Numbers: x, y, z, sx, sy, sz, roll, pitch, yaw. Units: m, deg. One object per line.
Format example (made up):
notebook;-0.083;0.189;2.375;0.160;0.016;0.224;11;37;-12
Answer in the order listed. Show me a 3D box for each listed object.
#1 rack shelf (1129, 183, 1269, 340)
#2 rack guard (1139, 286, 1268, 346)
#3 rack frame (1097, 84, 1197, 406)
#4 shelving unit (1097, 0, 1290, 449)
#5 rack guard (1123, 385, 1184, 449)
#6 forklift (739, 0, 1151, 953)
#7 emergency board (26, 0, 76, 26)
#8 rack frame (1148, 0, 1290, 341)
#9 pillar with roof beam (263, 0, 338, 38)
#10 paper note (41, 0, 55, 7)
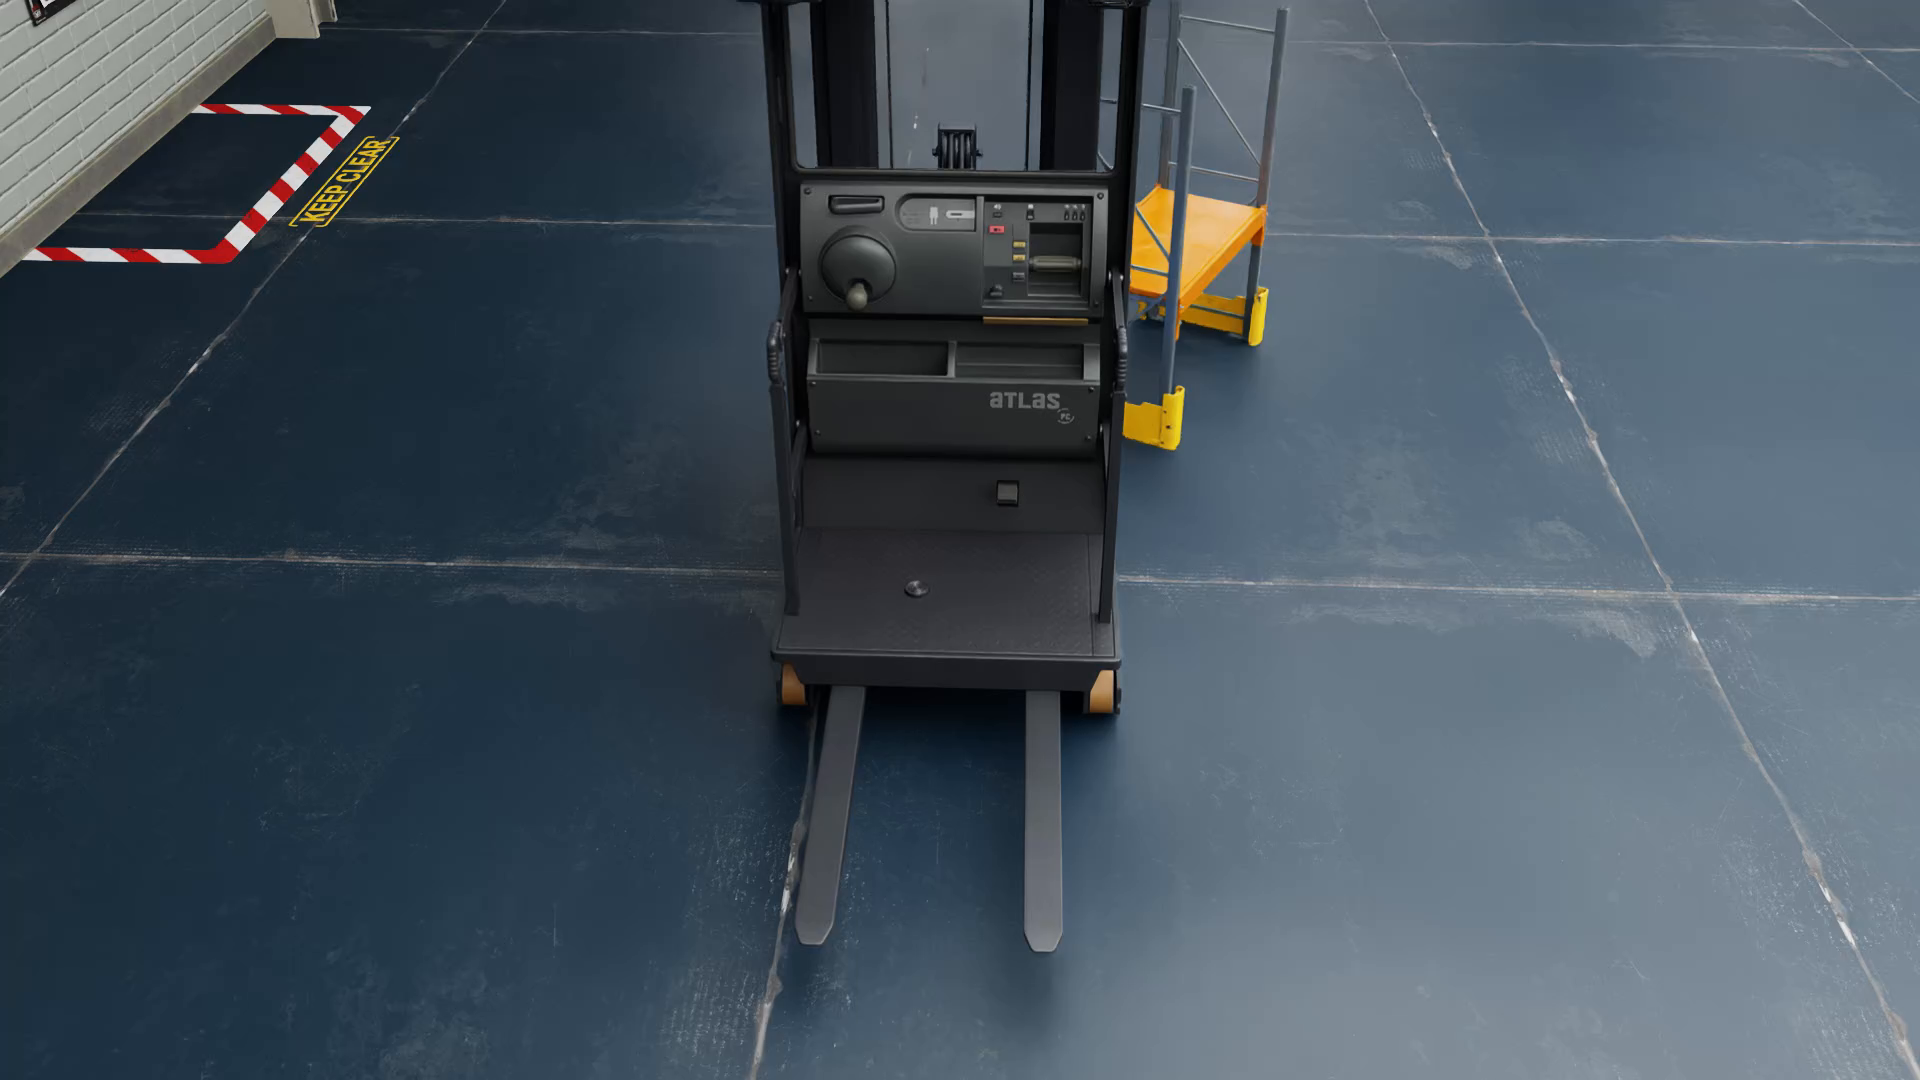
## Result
rack shelf;0.861;-1.181;6.939;0.538;0.185;1.000;17;39;23
rack guard;1.099;-1.074;7.561;0.587;0.250;0.087;17;39;23
rack frame;0.621;-1.070;6.469;0.500;1.500;0.032;17;39;23
shelving unit;0.865;-1.333;6.842;0.587;1.500;1.083;17;39;23
rack guard;0.630;-0.569;6.842;0.587;0.250;0.087;17;39;23
forklift;-0.026;-0.820;4.868;1.130;2.935;3.031;1;35;2
emergency board;-4.536;-3.225;8.231;0.157;1.169;0.626;1;35;2
rack frame;1.100;-1.586;7.202;0.500;1.500;0.032;17;39;23
pillar with roof beam;-0.079;-7.004;8.390;9.100;9.000;0.400;1;35;2
paper note;-4.594;-2.769;8.348;0.016;0.148;0.142;1;35;2
